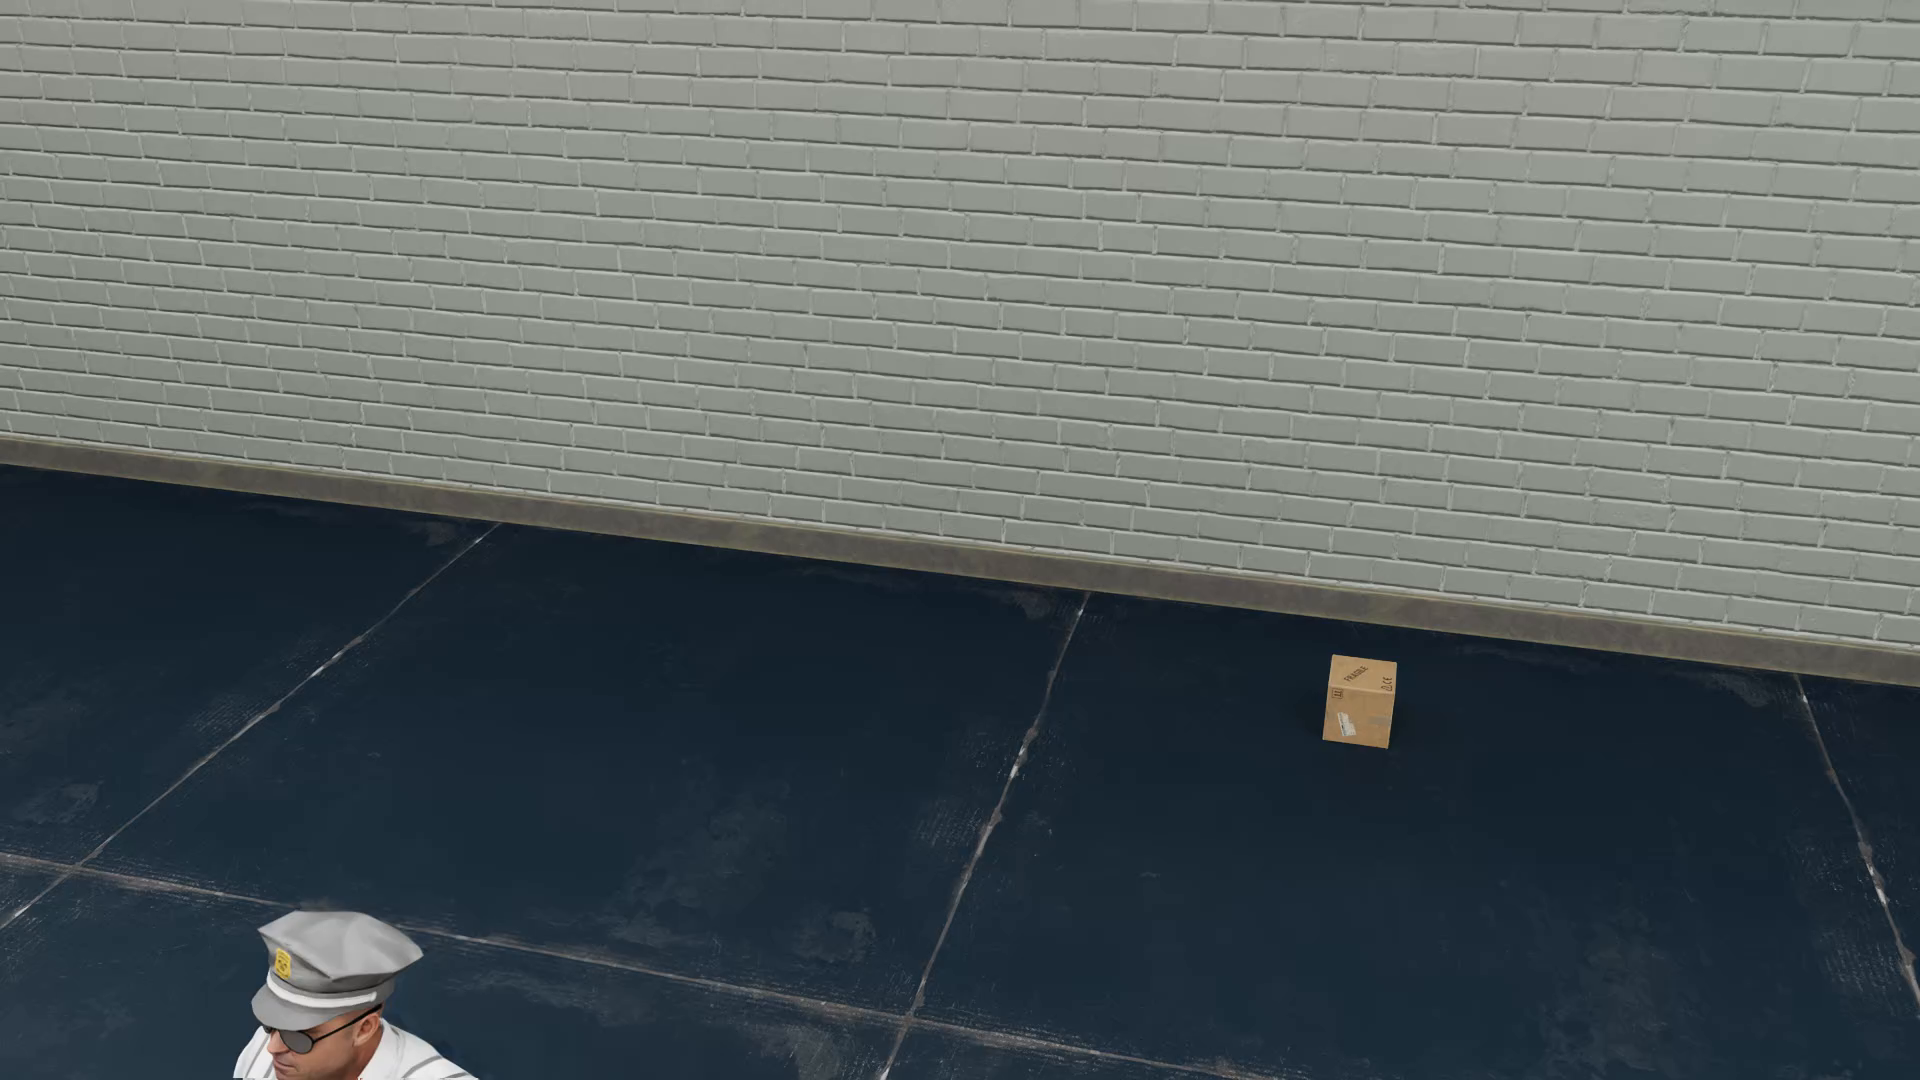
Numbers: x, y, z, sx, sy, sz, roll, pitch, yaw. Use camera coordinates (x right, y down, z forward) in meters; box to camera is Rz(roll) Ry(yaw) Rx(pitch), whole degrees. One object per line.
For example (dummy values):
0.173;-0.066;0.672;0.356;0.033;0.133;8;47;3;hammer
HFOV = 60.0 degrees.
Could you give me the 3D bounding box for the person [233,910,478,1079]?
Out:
-1.086;1.406;3.063;0.548;1.734;0.952;12;28;24;person
